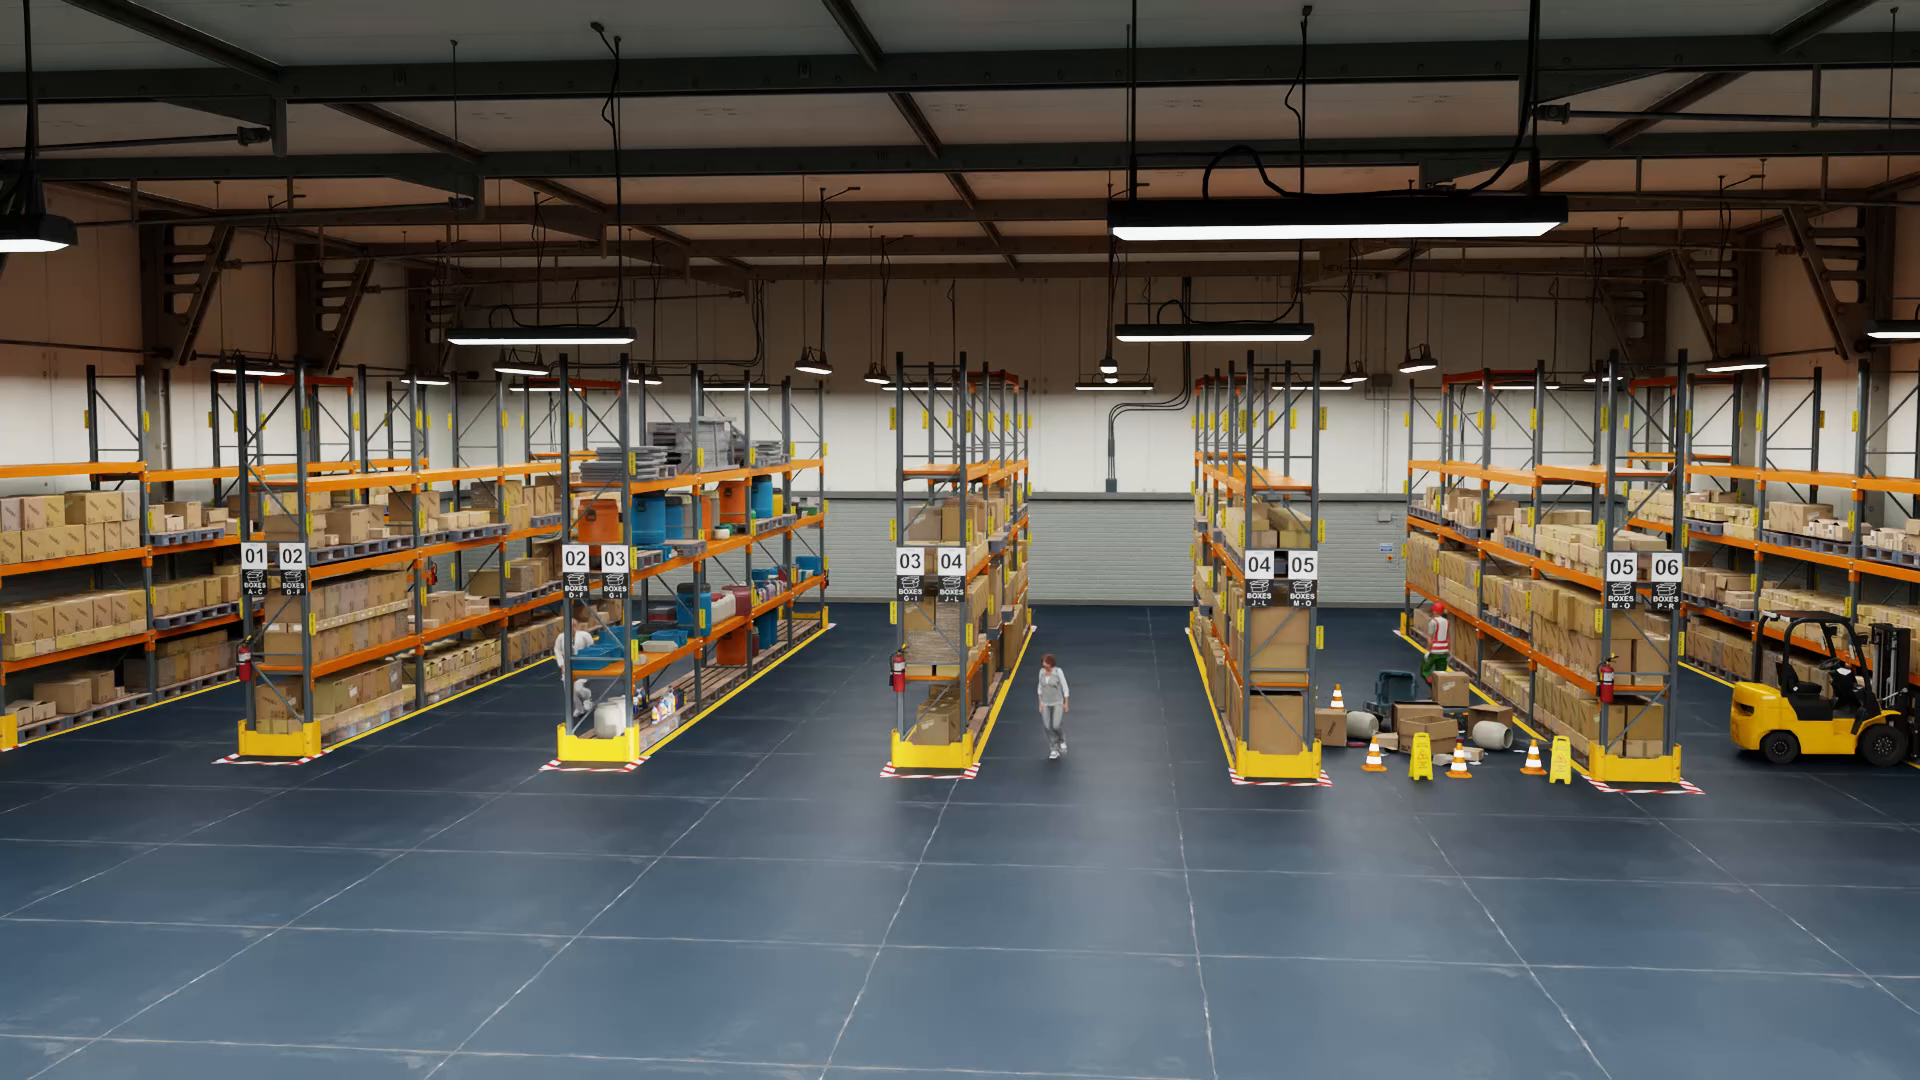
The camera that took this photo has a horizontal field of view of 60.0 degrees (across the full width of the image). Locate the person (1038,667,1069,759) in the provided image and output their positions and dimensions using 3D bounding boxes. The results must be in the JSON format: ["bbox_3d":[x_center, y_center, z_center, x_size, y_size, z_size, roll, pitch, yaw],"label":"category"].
[{"bbox_3d":[1.394,2.567,24.805,0.489,1.365,0.455,2,5,28],"label":"person"}]

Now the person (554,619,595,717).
[{"bbox_3d":[-6.525,2.157,28.263,0.689,1.698,0.614,1,4,10],"label":"person"}]

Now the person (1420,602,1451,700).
[{"bbox_3d":[8.495,2.009,29.545,0.539,1.791,0.467,-2,5,-26],"label":"person"}]
